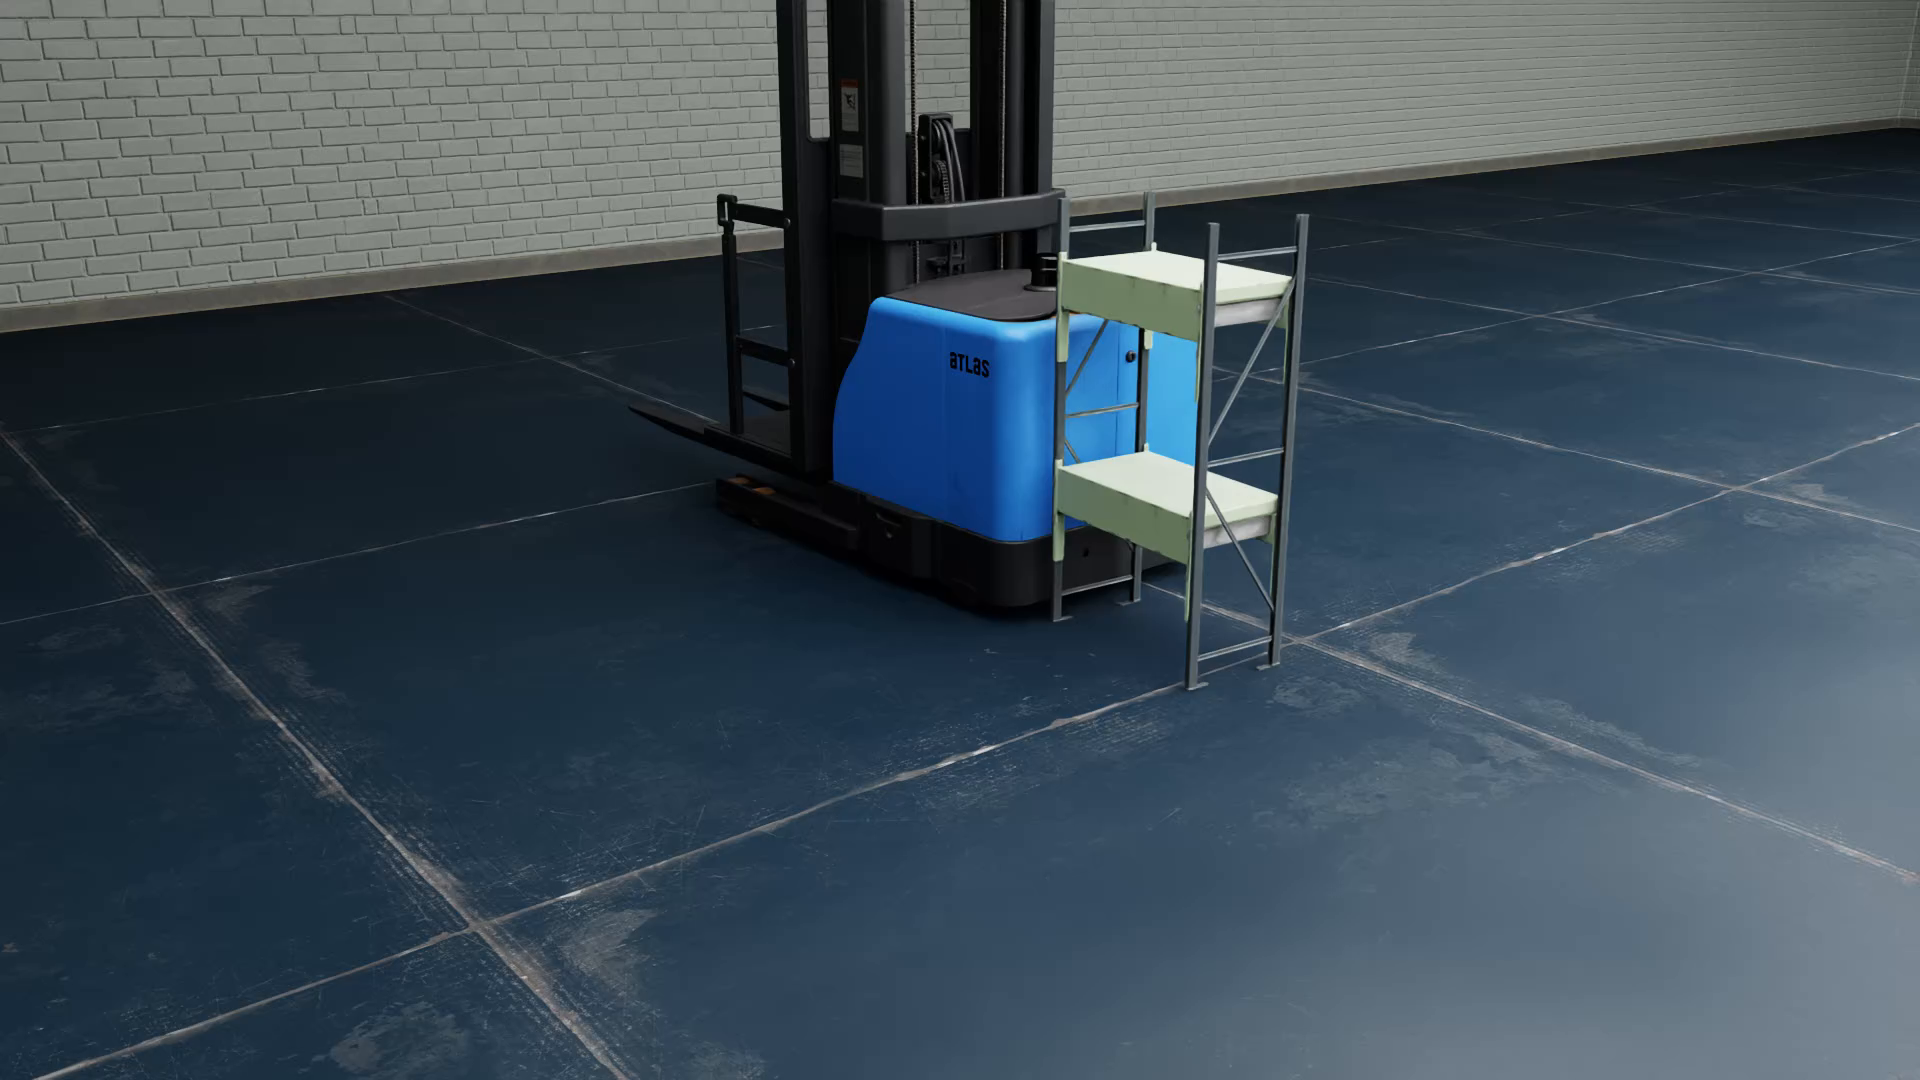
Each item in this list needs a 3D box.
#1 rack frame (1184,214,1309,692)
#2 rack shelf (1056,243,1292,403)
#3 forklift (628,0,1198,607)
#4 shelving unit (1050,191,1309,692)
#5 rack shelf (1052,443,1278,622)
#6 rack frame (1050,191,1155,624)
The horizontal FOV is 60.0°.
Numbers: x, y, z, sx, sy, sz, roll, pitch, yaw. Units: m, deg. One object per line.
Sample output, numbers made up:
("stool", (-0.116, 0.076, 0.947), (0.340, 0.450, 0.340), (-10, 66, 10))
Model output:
("rack frame", (0.900, -0.257, 5.253), (0.400, 1.500, 0.023), (-12, 22, -32))
("rack shelf", (0.698, -0.724, 5.420), (0.431, 0.370, 0.720), (-12, 22, -32))
("forklift", (-0.400, -1.541, 6.855), (1.130, 2.935, 3.031), (-15, 23, -38))
("shelving unit", (0.698, -0.353, 5.543), (0.431, 1.500, 0.755), (-12, 22, -32))
("rack shelf", (0.698, -0.044, 5.645), (0.431, 0.370, 0.720), (-12, 22, -32))
("rack frame", (0.496, -0.449, 5.833), (0.400, 1.500, 0.023), (-12, 22, -32))
